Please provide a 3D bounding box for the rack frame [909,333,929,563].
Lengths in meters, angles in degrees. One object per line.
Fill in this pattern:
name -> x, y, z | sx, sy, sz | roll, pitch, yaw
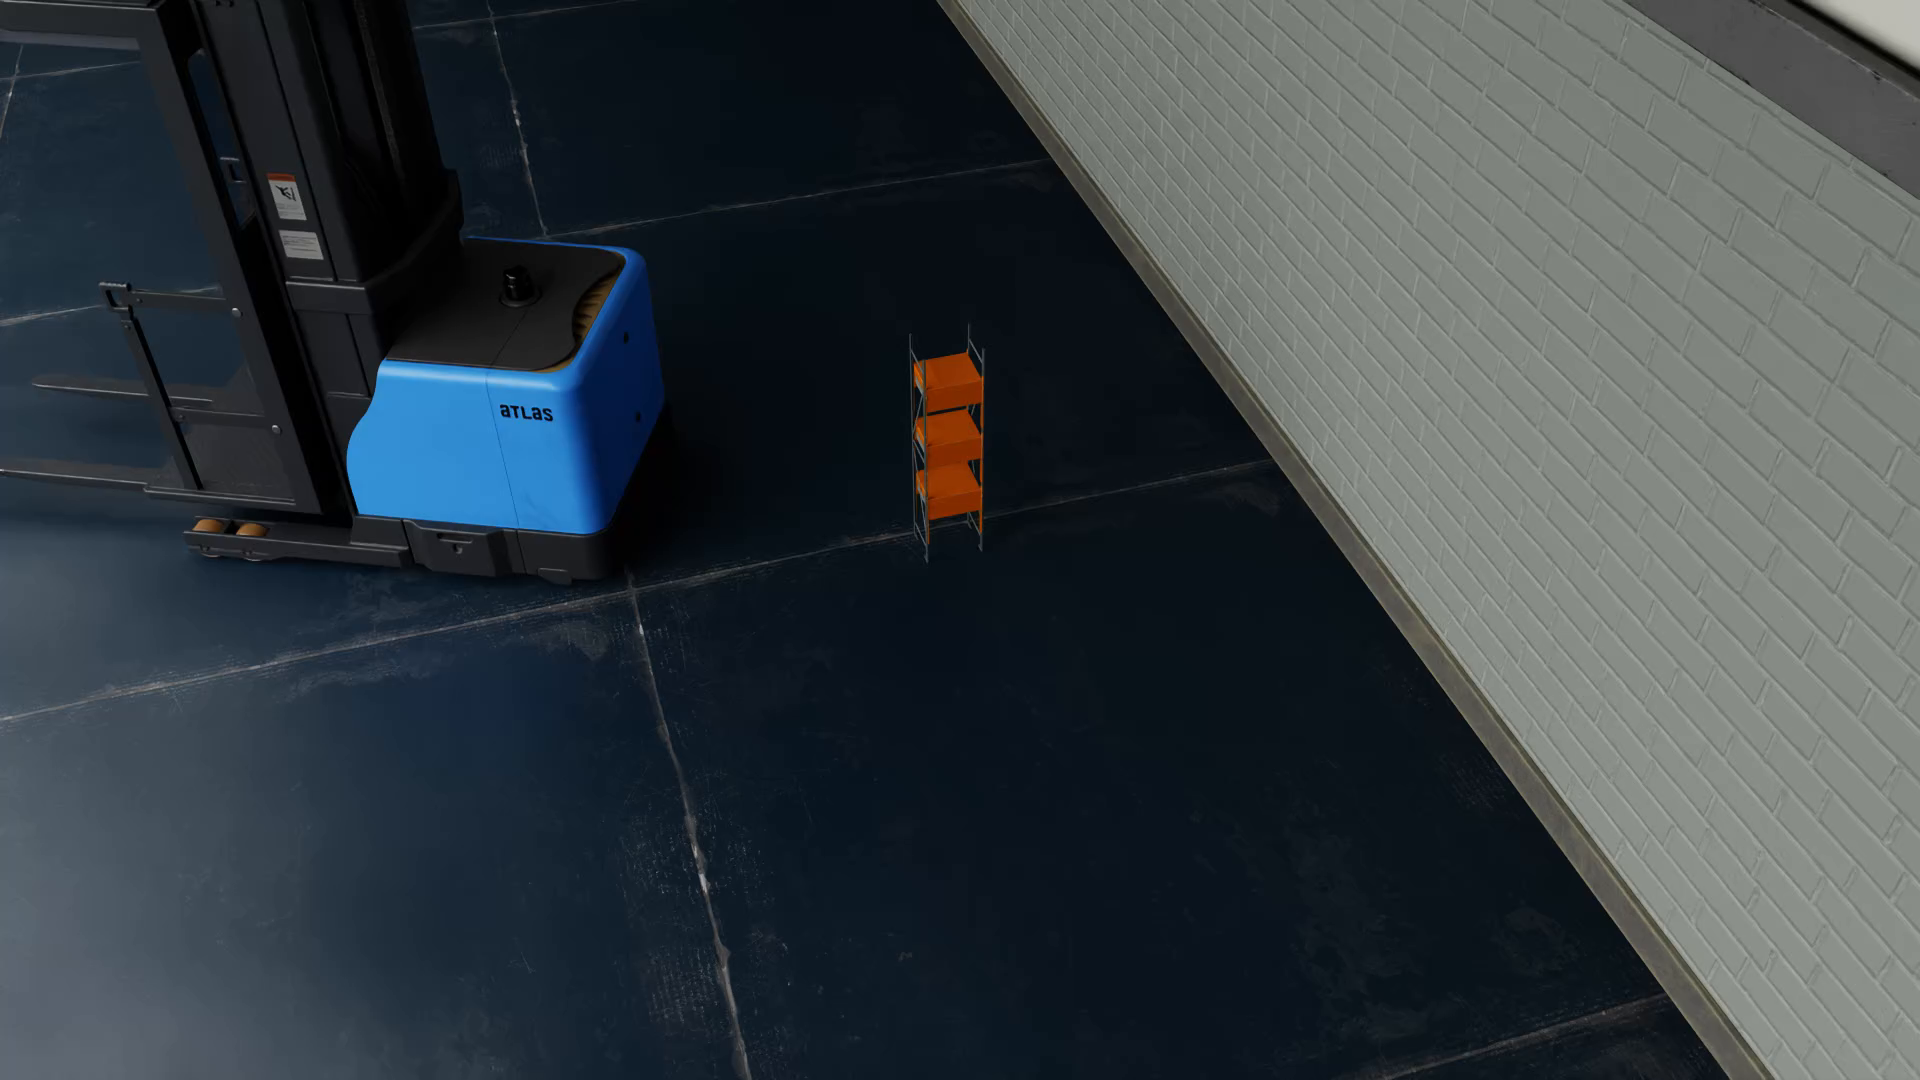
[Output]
rack frame -> -0.167, -0.361, 6.865 | 0.008, 1.050, 0.200 | -12, 42, -13

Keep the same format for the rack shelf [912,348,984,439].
rack shelf -> -0.051, -0.591, 6.713 | 0.240, 0.259, 0.215 | -12, 42, -13

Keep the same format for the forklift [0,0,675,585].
forklift -> -2.873, -1.351, 6.568 | 3.031, 2.935, 1.130 | 5, 41, 6

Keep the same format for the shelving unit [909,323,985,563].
shelving unit -> -0.051, -0.385, 6.892 | 0.252, 1.050, 0.215 | -12, 42, -13

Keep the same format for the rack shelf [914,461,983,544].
rack shelf -> -0.051, -0.168, 7.082 | 0.240, 0.259, 0.215 | -12, 42, -13

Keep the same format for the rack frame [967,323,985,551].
rack frame -> 0.065, -0.409, 6.920 | 0.008, 1.050, 0.200 | -12, 42, -13

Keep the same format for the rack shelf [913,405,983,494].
rack shelf -> -0.051, -0.377, 6.899 | 0.240, 0.259, 0.215 | -12, 42, -13
